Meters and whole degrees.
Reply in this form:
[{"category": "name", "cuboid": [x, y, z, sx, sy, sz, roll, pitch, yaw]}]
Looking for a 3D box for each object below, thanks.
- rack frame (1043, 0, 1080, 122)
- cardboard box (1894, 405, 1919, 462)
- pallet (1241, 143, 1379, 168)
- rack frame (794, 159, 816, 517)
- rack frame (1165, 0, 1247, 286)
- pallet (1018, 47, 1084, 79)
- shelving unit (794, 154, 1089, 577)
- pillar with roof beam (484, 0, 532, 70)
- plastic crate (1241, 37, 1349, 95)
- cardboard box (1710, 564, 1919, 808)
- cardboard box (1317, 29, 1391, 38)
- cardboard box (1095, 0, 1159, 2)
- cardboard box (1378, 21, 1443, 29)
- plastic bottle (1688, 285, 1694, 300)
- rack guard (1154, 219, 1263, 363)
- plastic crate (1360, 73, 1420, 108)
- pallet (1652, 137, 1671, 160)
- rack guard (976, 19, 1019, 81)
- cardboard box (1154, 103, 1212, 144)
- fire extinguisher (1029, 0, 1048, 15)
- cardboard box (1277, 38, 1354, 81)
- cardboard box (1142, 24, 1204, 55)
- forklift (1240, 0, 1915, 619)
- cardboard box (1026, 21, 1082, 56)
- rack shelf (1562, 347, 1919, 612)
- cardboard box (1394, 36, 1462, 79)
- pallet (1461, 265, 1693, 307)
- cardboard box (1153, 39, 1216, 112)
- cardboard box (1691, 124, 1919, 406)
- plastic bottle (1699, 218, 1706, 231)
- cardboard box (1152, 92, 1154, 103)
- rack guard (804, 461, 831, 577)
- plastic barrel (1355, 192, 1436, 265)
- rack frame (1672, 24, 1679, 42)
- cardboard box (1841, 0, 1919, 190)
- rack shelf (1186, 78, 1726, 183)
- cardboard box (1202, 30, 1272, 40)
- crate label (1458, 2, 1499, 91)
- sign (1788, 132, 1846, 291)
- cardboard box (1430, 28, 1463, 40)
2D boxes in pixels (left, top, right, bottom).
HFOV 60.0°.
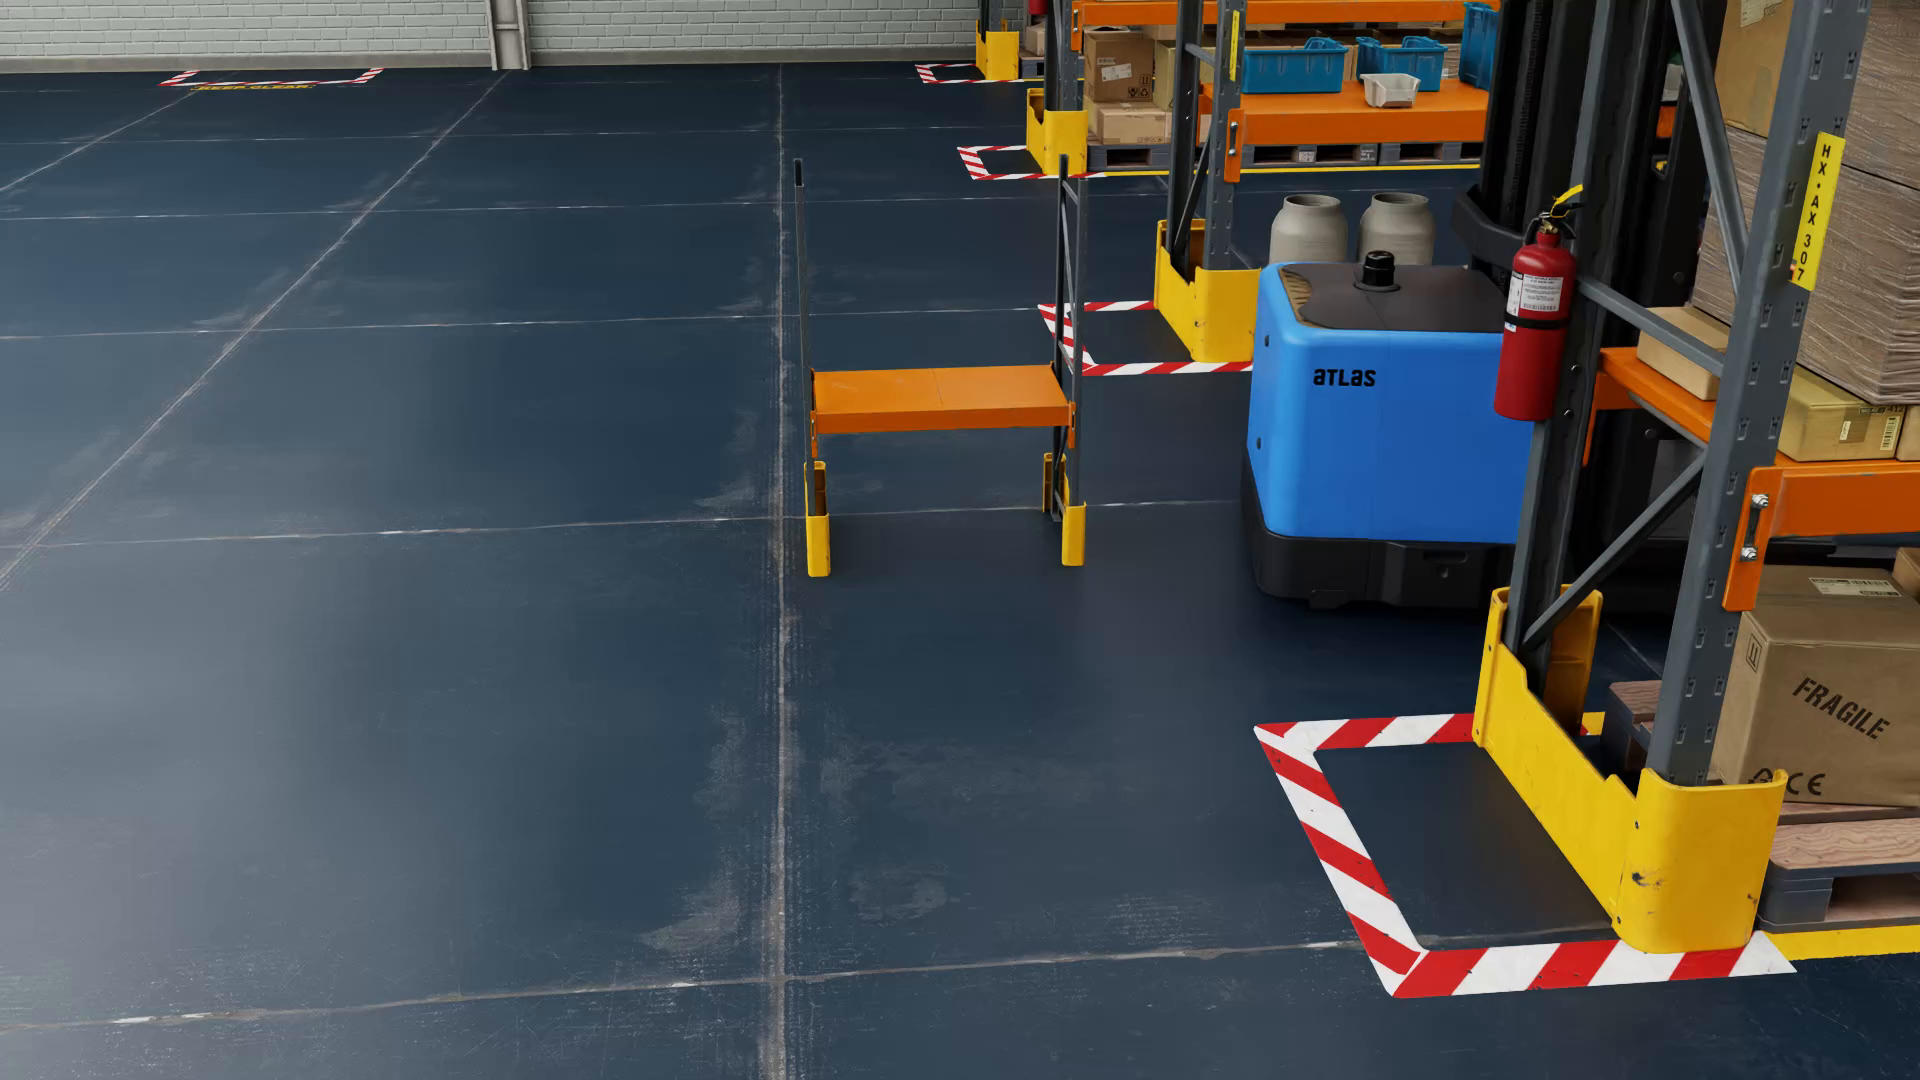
[{"category": "rack frame", "cuboid": [0.819, -4.535, 13.261, 0.127, 3.000, 1.000, -2, 24, -5]}, {"category": "cardboard box", "cuboid": [2.347, -0.334, 4.117, 0.250, 0.149, 0.380, -2, 24, -5]}, {"category": "pallet", "cuboid": [2.788, -3.356, 14.041, 1.213, 0.211, 1.003, -2, 24, -5]}, {"category": "rack frame", "cuboid": [-0.591, -0.662, 6.392, 0.032, 1.500, 0.500, -2, 24, -5]}, {"category": "rack frame", "cuboid": [1.303, -2.533, 8.756, 0.127, 3.000, 1.000, -2, 24, -5]}, {"category": "pallet", "cuboid": [1.216, -5.285, 18.379, 1.213, 0.211, 1.003, -2, 24, -5]}, {"category": "shelving unit", "cuboid": [-0.076, -0.682, 6.439, 1.083, 1.500, 0.587, -2, 24, -5]}, {"category": "pillar with roof beam", "cuboid": [-4.607, -7.677, 12.943, 0.400, 9.000, 9.100, -2, 24, -5]}, {"category": "plastic crate", "cuboid": [1.771, -2.606, 9.104, 0.616, 0.251, 0.499, -2, 24, -5]}, {"category": "cardboard box", "cuboid": [2.412, 0.401, 4.715, 0.500, 0.500, 0.500, 2, 24, 5]}, {"category": "cardboard box", "cuboid": [3.313, -4.041, 14.094, 0.500, 0.500, 0.500, -2, 24, -5]}, {"category": "cardboard box", "cuboid": [1.285, -4.595, 13.271, 0.500, 0.500, 0.700, -2, 24, -5]}, {"category": "cardboard box", "cuboid": [5.040, -5.792, 18.624, 0.500, 0.500, 0.700, -1, 24, -3]}, {"category": "plastic bottle", "cuboid": [3.996, -1.482, 9.202, 0.135, 0.276, 0.152, -2, 24, -4]}, {"category": "rack guard", "cuboid": [1.374, -1.413, 9.314, 0.348, 0.500, 1.175, -2, 24, -5]}, {"category": "plastic crate", "cuboid": [2.225, -2.318, 8.598, 0.250, 0.136, 0.298, -2, 24, -5]}, {"category": "pallet", "cuboid": [5.529, -3.466, 14.288, 1.213, 0.211, 1.003, -2, 24, -5]}, {"category": "rack guard", "cuboid": [0.404, -5.398, 18.280, 0.348, 0.500, 1.175, -2, 24, -5]}, {"category": "cardboard box", "cuboid": [1.872, -3.424, 13.628, 0.500, 0.250, 0.500, -2, 24, -5]}, {"category": "fire extinguisher", "cuboid": [0.656, -4.683, 13.689, 0.183, 0.674, 0.296, -2, 24, -5]}, {"category": "cardboard box", "cuboid": [2.868, -3.804, 13.560, 0.500, 0.500, 0.500, -2, 24, -5]}, {"category": "cardboard box", "cuboid": [2.328, -5.619, 18.236, 0.500, 0.500, 0.700, -4, 24, -8]}, {"category": "forklift", "cuboid": [2.650, -1.229, 5.907, 3.031, 2.935, 1.130, 2, 24, 4]}, {"category": "cardboard box", "cuboid": [1.026, -5.501, 18.203, 0.500, 0.311, 0.500, -5, 24, -11]}, {"category": "rack shelf", "cuboid": [3.780, -0.282, 4.578, 4.000, 0.370, 1.077, -2, 24, -5]}, {"category": "cardboard box", "cuboid": [3.861, -3.851, 13.666, 0.500, 0.500, 0.500, -2, 24, -5]}, {"category": "pallet", "cuboid": [3.394, -1.359, 9.547, 1.213, 0.211, 1.003, -2, 24, -5]}, {"category": "cardboard box", "cuboid": [1.872, -3.766, 13.474, 0.500, 0.500, 0.500, -2, 24, -5]}, {"category": "cardboard box", "cuboid": [2.339, -0.724, 4.196, 0.500, 0.500, 0.875, -2, 24, -5]}, {"category": "plastic bottle", "cuboid": [4.439, -1.819, 9.869, 0.185, 0.351, 0.144, -2, 24, -4]}, {"category": "cardboard box", "cuboid": [1.820, -3.637, 14.107, 0.500, 0.250, 0.500, -2, 24, -5]}, {"category": "rack guard", "cuboid": [-0.571, -0.091, 6.648, 0.087, 0.250, 0.587, -2, 24, -5]}, {"category": "plastic barrel", "cuboid": [2.449, -1.665, 9.350, 0.421, 0.512, 0.421, 0, 24, 0]}, {"category": "rack frame", "cuboid": [8.290, -6.857, 18.484, 0.127, 3.000, 1.000, -2, 24, -5]}, {"category": "cardboard box", "cuboid": [2.363, -1.082, 3.770, 0.500, 0.500, 0.500, -2, 24, -5]}, {"category": "rack shelf", "cuboid": [3.293, -2.284, 9.082, 4.000, 0.370, 1.077, -2, 24, -5]}, {"category": "cardboard box", "cuboid": [2.318, -4.001, 14.004, 0.500, 0.500, 0.500, -2, 24, -5]}, {"category": "crate label", "cuboid": [3.108, -2.732, 9.160, 0.616, 0.435, 0.502, -2, 24, -5]}, {"category": "sign", "cuboid": [1.843, -0.708, 3.583, 0.005, 0.325, 0.100, -2, 24, -5]}, {"category": "cardboard box", "cuboid": [4.308, -4.081, 14.184, 0.500, 0.500, 0.500, -2, 24, -5]}]
